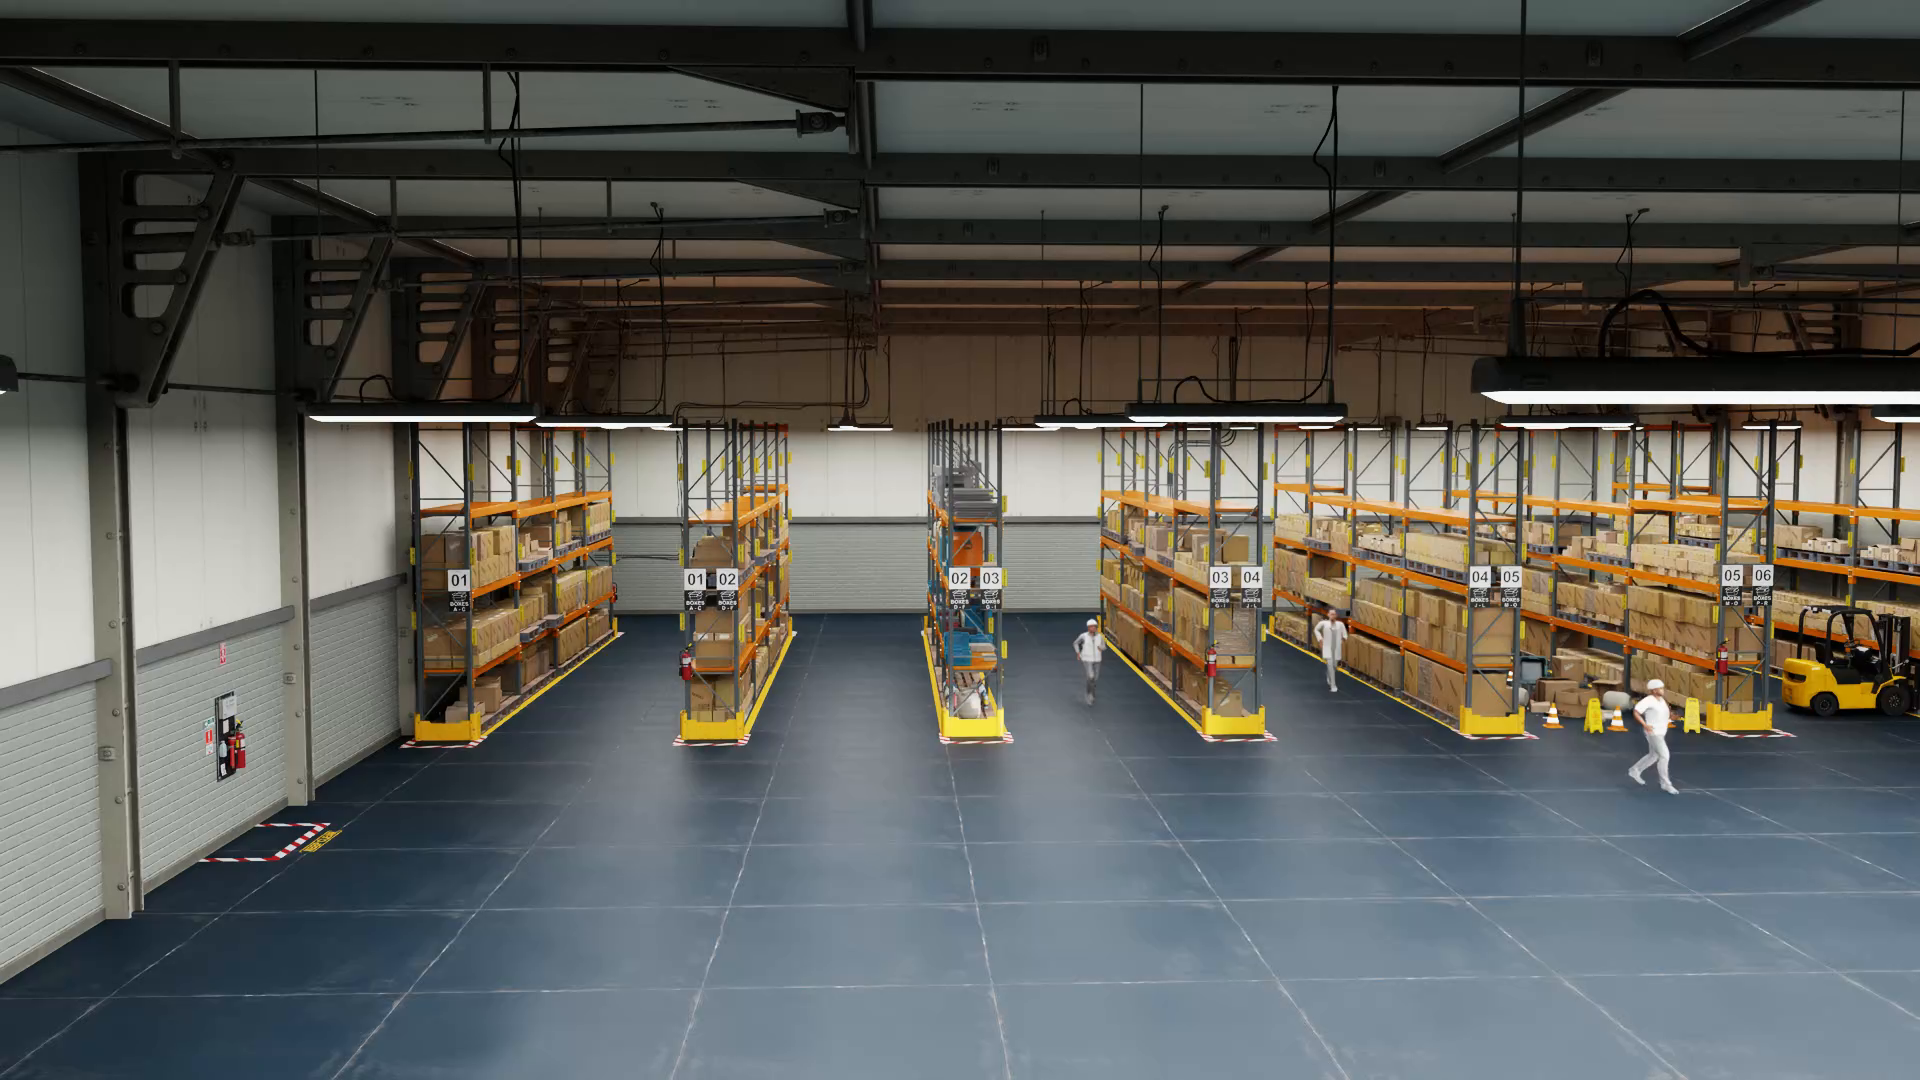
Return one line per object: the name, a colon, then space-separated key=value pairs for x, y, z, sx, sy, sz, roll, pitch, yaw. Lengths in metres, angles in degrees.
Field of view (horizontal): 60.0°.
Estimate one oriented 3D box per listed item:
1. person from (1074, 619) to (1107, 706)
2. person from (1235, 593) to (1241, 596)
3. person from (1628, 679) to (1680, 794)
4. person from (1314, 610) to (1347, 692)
person: x=2.784 y=2.589 z=35.200 sx=0.624 sy=1.825 sz=0.746 roll=-1 pitch=4 yaw=-18
person: x=7.765 y=1.959 z=46.253 sx=0.606 sy=1.624 sz=0.548 roll=0 pitch=4 yaw=2
person: x=11.138 y=3.119 z=26.656 sx=0.841 sy=1.789 sz=0.688 roll=3 pitch=5 yaw=39
person: x=8.318 y=2.450 z=37.231 sx=0.710 sy=1.784 sz=1.034 roll=0 pitch=4 yaw=-2
